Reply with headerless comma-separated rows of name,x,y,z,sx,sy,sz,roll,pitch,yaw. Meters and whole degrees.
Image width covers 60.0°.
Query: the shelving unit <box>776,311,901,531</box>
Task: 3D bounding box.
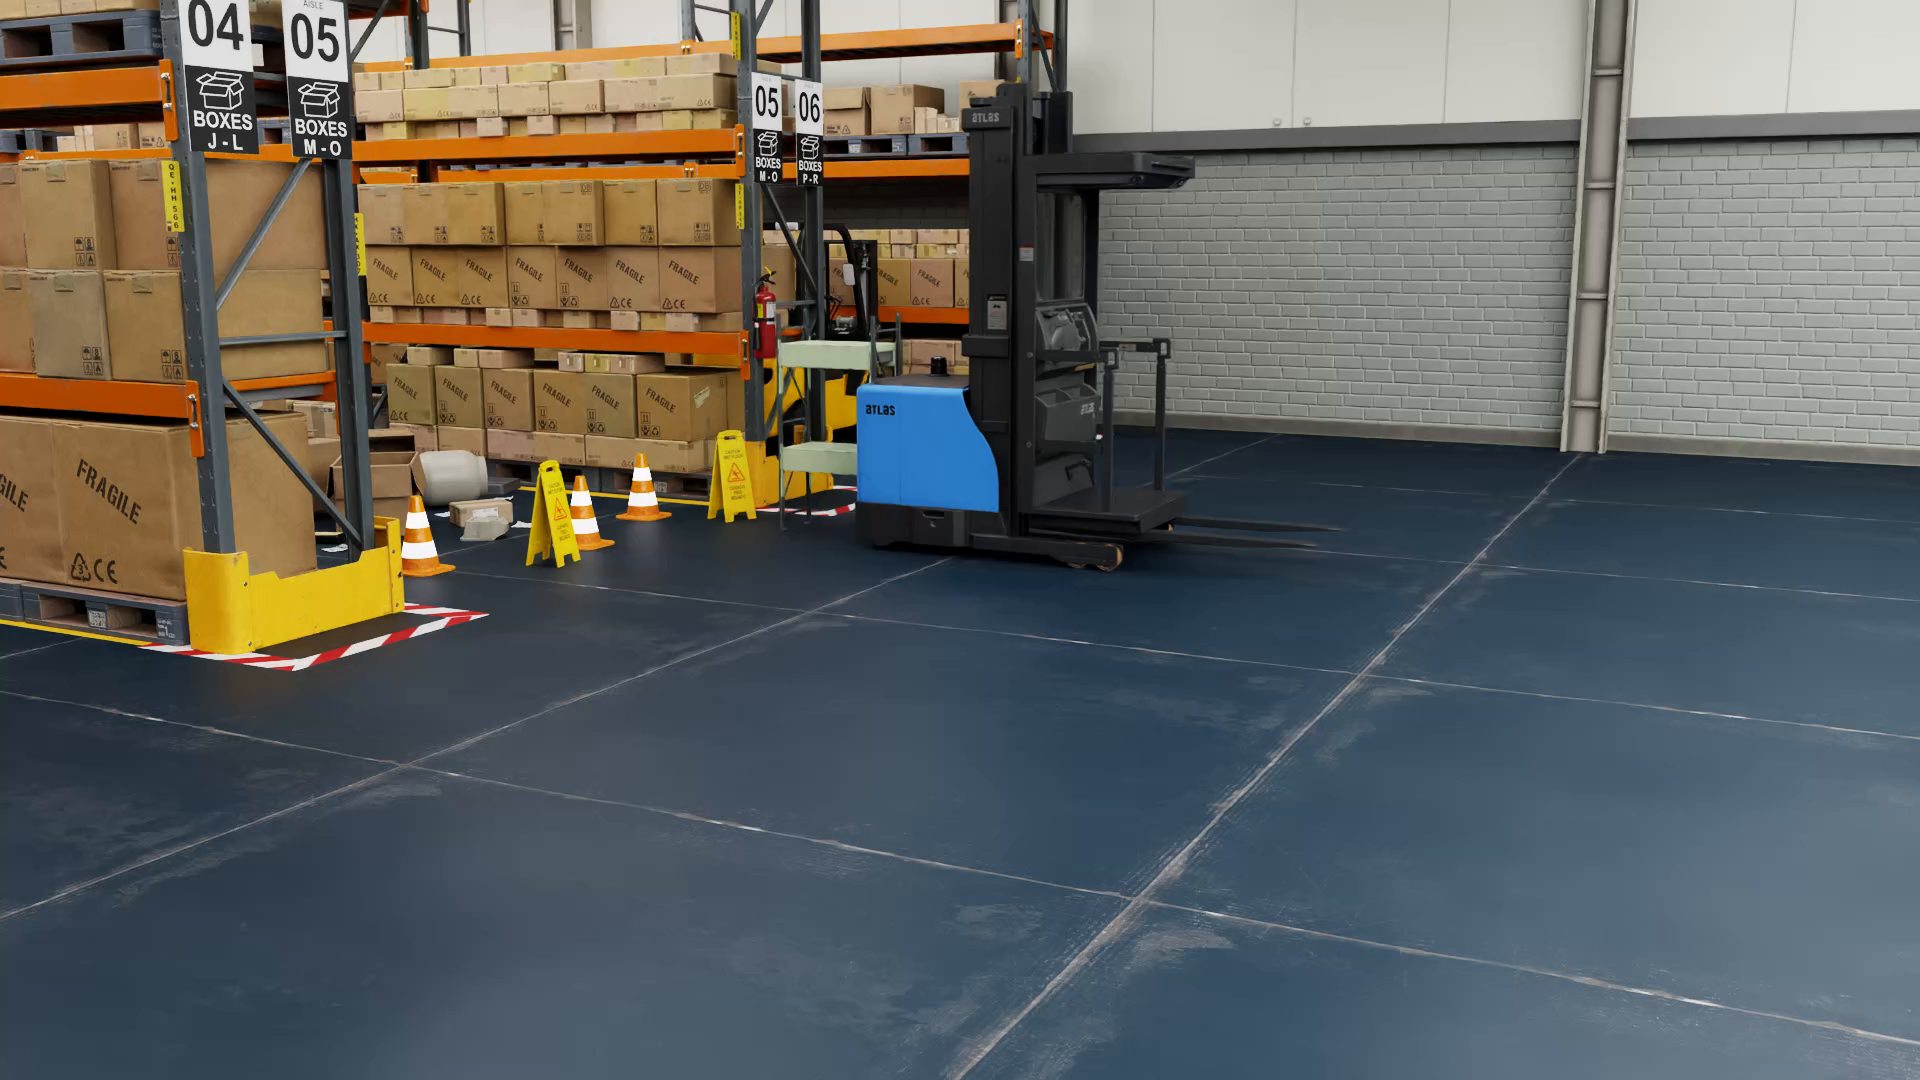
shelving unit,-0.831,-0.808,11.483,0.755,1.500,0.431,5,11,25

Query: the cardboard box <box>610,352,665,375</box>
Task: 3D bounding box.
cardboard box,-2.548,-1.399,13.151,0.250,0.149,0.380,5,12,27

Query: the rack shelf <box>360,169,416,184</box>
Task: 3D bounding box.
rack shelf,-8.131,-4.520,21.382,4.000,0.370,1.077,5,11,26

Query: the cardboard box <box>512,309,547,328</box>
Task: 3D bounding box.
cardboard box,-3.421,-1.815,13.543,0.250,0.149,0.380,5,11,26

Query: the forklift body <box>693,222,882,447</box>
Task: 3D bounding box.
forklift body,-1.670,-2.051,16.522,1.214,2.155,2.313,5,11,26

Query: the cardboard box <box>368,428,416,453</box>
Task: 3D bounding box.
cardboard box,-4.584,-0.602,13.146,0.500,0.500,0.500,-4,11,-23

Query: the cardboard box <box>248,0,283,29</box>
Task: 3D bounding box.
cardboard box,-3.621,-2.705,8.578,0.250,0.149,0.380,5,11,26

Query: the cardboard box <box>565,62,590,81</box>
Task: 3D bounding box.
cardboard box,-2.885,-3.659,13.067,0.250,0.149,0.380,5,11,24

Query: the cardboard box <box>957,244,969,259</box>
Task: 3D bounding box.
cardboard box,0.160,-2.977,17.153,0.250,0.149,0.380,5,12,27

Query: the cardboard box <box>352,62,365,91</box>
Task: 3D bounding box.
cardboard box,-5.519,-4.013,14.395,0.500,0.250,0.500,5,12,27

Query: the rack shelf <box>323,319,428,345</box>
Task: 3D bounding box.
rack shelf,-6.736,-1.936,15.526,4.000,0.370,1.077,5,11,26

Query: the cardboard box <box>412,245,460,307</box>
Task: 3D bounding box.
cardboard box,-4.211,-2.213,13.920,0.500,0.500,0.500,5,11,26

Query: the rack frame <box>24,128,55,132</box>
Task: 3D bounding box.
rack frame,-8.530,-5.400,15.798,0.127,3.000,1.000,5,11,26

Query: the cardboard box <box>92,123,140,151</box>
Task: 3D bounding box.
cardboard box,-7.684,-3.897,15.635,0.500,0.500,0.700,5,11,26

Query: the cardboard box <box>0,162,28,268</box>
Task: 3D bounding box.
cardboard box,-4.747,-1.754,9.045,0.550,0.550,0.875,5,11,26

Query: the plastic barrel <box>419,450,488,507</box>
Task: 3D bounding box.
plastic barrel,-3.878,-0.471,12.642,0.512,0.421,0.421,-4,11,-23

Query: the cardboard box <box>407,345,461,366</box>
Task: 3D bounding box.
cardboard box,-4.448,-1.565,14.071,0.250,0.149,0.380,5,11,27

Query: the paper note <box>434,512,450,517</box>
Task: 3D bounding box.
paper note,-3.780,-0.198,12.272,0.148,0.019,0.142,-10,14,-43

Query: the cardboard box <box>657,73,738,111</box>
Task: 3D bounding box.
cardboard box,-1.934,-3.363,12.554,0.500,0.250,0.500,5,11,25

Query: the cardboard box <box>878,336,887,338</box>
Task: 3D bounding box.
cardboard box,-1.082,-2.061,17.930,0.500,0.250,0.500,5,11,25

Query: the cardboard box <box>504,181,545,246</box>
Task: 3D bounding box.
cardboard box,-3.250,-2.637,13.452,0.500,0.500,0.700,5,11,25

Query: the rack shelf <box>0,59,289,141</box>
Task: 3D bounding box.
rack shelf,-5.249,-2.298,9.105,4.000,0.370,1.077,5,11,26

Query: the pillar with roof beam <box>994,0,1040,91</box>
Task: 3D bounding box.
pillar with roof beam,-1.293,-5.074,13.996,0.400,9.000,9.100,5,11,26

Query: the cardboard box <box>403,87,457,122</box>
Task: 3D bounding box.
cardboard box,-4.203,-3.564,13.661,0.500,0.250,0.500,5,11,25

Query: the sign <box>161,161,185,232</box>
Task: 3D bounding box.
sign,-3.708,-1.620,7.840,0.005,0.325,0.100,5,11,26

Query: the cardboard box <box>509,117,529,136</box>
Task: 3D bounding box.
cardboard box,-3.387,-3.299,13.321,0.250,0.149,0.380,5,11,26

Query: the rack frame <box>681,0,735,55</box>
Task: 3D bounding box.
rack frame,-2.750,-5.878,18.438,0.127,3.000,1.000,5,11,26

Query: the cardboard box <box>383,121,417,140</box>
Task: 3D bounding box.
cardboard box,-4.563,-3.391,13.828,0.250,0.149,0.380,5,11,26

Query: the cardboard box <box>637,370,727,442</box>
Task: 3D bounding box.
cardboard box,-2.190,-1.061,13.109,0.500,0.500,0.500,5,11,26

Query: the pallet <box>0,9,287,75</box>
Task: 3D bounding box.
pallet,-4.125,-2.508,8.492,1.213,0.211,1.003,5,11,26

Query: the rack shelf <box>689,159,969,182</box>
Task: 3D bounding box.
rack shelf,-0.956,-3.890,17.899,4.000,0.370,1.077,5,11,26

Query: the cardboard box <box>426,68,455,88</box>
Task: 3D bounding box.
cardboard box,-4.102,-3.737,13.501,0.250,0.149,0.380,5,11,25

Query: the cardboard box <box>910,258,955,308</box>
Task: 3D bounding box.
cardboard box,-0.181,-2.699,17.439,0.500,0.500,0.500,5,12,28

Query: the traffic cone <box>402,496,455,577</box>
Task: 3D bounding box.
traffic cone,-3.303,-0.039,10.147,0.334,0.463,0.336,5,11,26

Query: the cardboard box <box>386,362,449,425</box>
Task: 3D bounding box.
cardboard box,-4.533,-1.266,14.236,0.500,0.500,0.500,6,12,29

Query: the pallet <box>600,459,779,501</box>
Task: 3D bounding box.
pallet,-2.137,-0.521,13.516,1.213,0.211,1.003,5,11,26

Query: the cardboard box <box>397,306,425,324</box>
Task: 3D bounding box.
cardboard box,-4.553,-1.921,14.129,0.250,0.149,0.380,5,12,27

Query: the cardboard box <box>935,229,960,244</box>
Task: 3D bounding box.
cardboard box,-0.059,-3.151,17.278,0.250,0.149,0.380,5,12,27

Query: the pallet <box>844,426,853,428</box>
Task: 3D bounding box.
pallet,-0.957,-1.388,18.308,1.213,0.211,1.003,5,11,26

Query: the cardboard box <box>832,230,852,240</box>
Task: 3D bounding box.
cardboard box,-1.174,-3.262,17.895,0.250,0.149,0.380,5,11,26

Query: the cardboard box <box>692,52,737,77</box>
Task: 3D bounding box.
cardboard box,-1.790,-3.542,12.420,0.250,0.149,0.380,5,11,26

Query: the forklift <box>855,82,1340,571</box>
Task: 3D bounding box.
forklift,0.867,-1.359,10.509,3.031,2.935,1.130,5,11,25

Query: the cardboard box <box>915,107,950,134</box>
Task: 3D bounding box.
cardboard box,-0.268,-4.313,17.133,0.258,0.266,0.396,5,11,26

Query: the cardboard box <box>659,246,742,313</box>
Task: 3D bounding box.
cardboard box,-1.964,-2.012,12.807,0.500,0.500,0.500,5,11,25

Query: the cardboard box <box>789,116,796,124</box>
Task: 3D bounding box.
cardboard box,-2.112,-4.509,18.090,0.500,0.311,0.500,5,12,27

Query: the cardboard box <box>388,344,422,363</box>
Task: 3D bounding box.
cardboard box,-6.811,-2.216,20.894,0.500,0.500,0.500,5,12,27

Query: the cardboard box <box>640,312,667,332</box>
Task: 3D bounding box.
cardboard box,-2.282,-1.715,12.989,0.250,0.149,0.380,5,11,25

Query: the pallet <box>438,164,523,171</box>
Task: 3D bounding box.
pallet,-5.689,-4.585,20.247,1.003,0.211,1.213,6,12,28

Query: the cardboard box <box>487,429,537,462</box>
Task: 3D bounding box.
cardboard box,-3.573,-0.815,13.852,0.500,0.250,0.500,5,11,25

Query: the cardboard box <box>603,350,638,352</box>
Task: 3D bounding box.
cardboard box,-3.915,-2.065,19.709,0.625,0.625,0.875,5,11,25

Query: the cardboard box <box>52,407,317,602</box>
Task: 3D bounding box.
cardboard box,-4.093,-0.223,8.826,0.875,0.875,0.875,5,11,26

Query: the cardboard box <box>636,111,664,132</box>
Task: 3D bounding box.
cardboard box,-2.260,-3.194,12.738,0.250,0.149,0.380,5,12,28

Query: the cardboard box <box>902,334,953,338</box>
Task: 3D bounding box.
cardboard box,-0.403,-2.104,18.167,0.500,0.250,0.500,5,11,25
